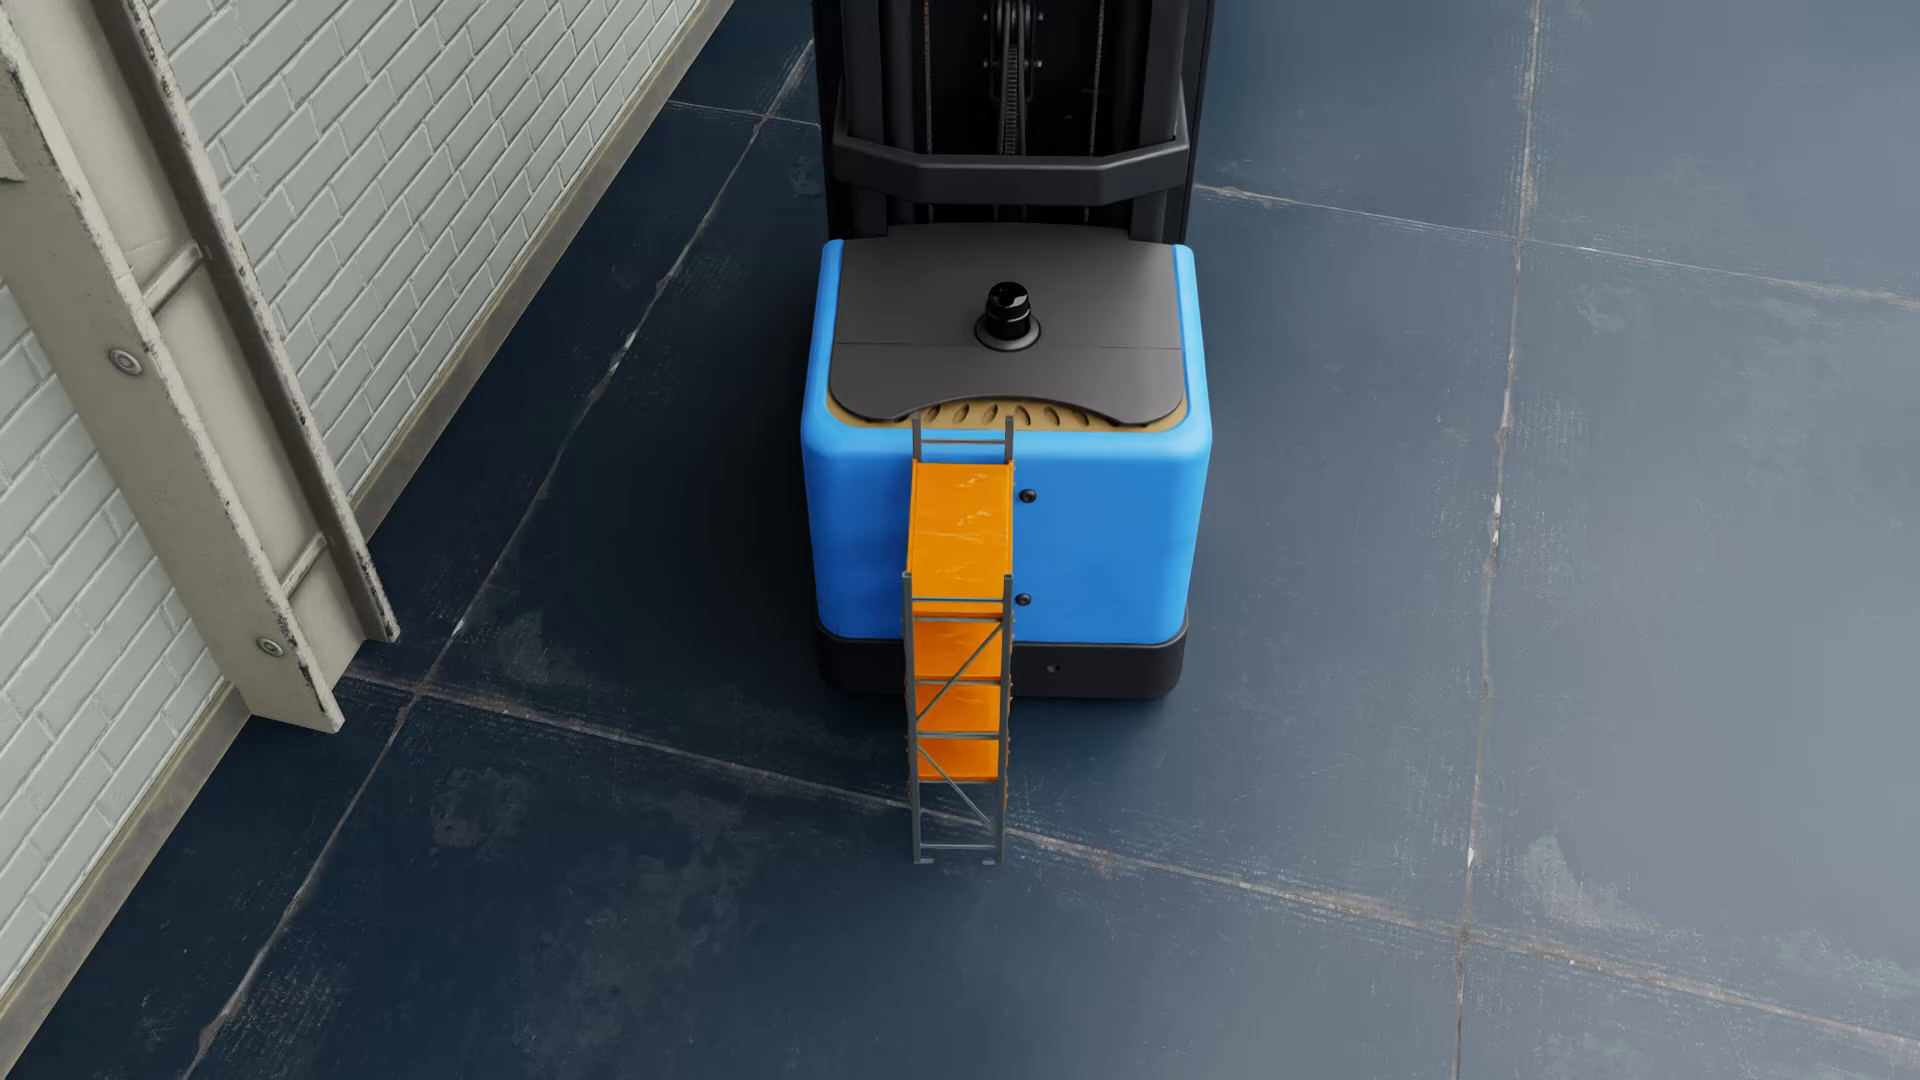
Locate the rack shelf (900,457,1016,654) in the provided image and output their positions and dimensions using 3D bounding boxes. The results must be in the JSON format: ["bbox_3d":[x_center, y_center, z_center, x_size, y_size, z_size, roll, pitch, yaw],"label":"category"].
[{"bbox_3d":[0.001,0.030,3.899,0.258,0.148,0.480,1,49,1],"label":"rack shelf"}]

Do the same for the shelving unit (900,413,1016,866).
[{"bbox_3d":[0.001,0.290,4.194,0.258,1.200,0.503,1,49,1],"label":"shelving unit"}]

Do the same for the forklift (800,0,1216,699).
[{"bbox_3d":[0.149,-1.610,4.716,1.130,2.935,3.031,1,49,1],"label":"forklift"}]

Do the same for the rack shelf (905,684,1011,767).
[{"bbox_3d":[0.001,0.335,4.244,0.258,0.148,0.480,1,49,1],"label":"rack shelf"}]

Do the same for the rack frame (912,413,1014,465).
[{"bbox_3d":[0.007,0.107,4.355,0.240,1.200,0.015,1,49,1],"label":"rack frame"}]

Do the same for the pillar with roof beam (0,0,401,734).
[{"bbox_3d":[2.270,-1.747,0.790,9.100,9.000,0.400,12,50,10],"label":"pillar with roof beam"}]

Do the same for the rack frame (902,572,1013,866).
[{"bbox_3d":[-0.005,0.473,4.032,0.240,1.200,0.015,1,49,1],"label":"rack frame"}]

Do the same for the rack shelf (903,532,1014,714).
[{"bbox_3d":[0.001,0.187,4.076,0.258,0.148,0.480,1,49,1],"label":"rack shelf"}]

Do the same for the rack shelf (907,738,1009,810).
[{"bbox_3d":[0.001,0.466,4.393,0.258,0.148,0.480,1,49,1],"label":"rack shelf"}]
